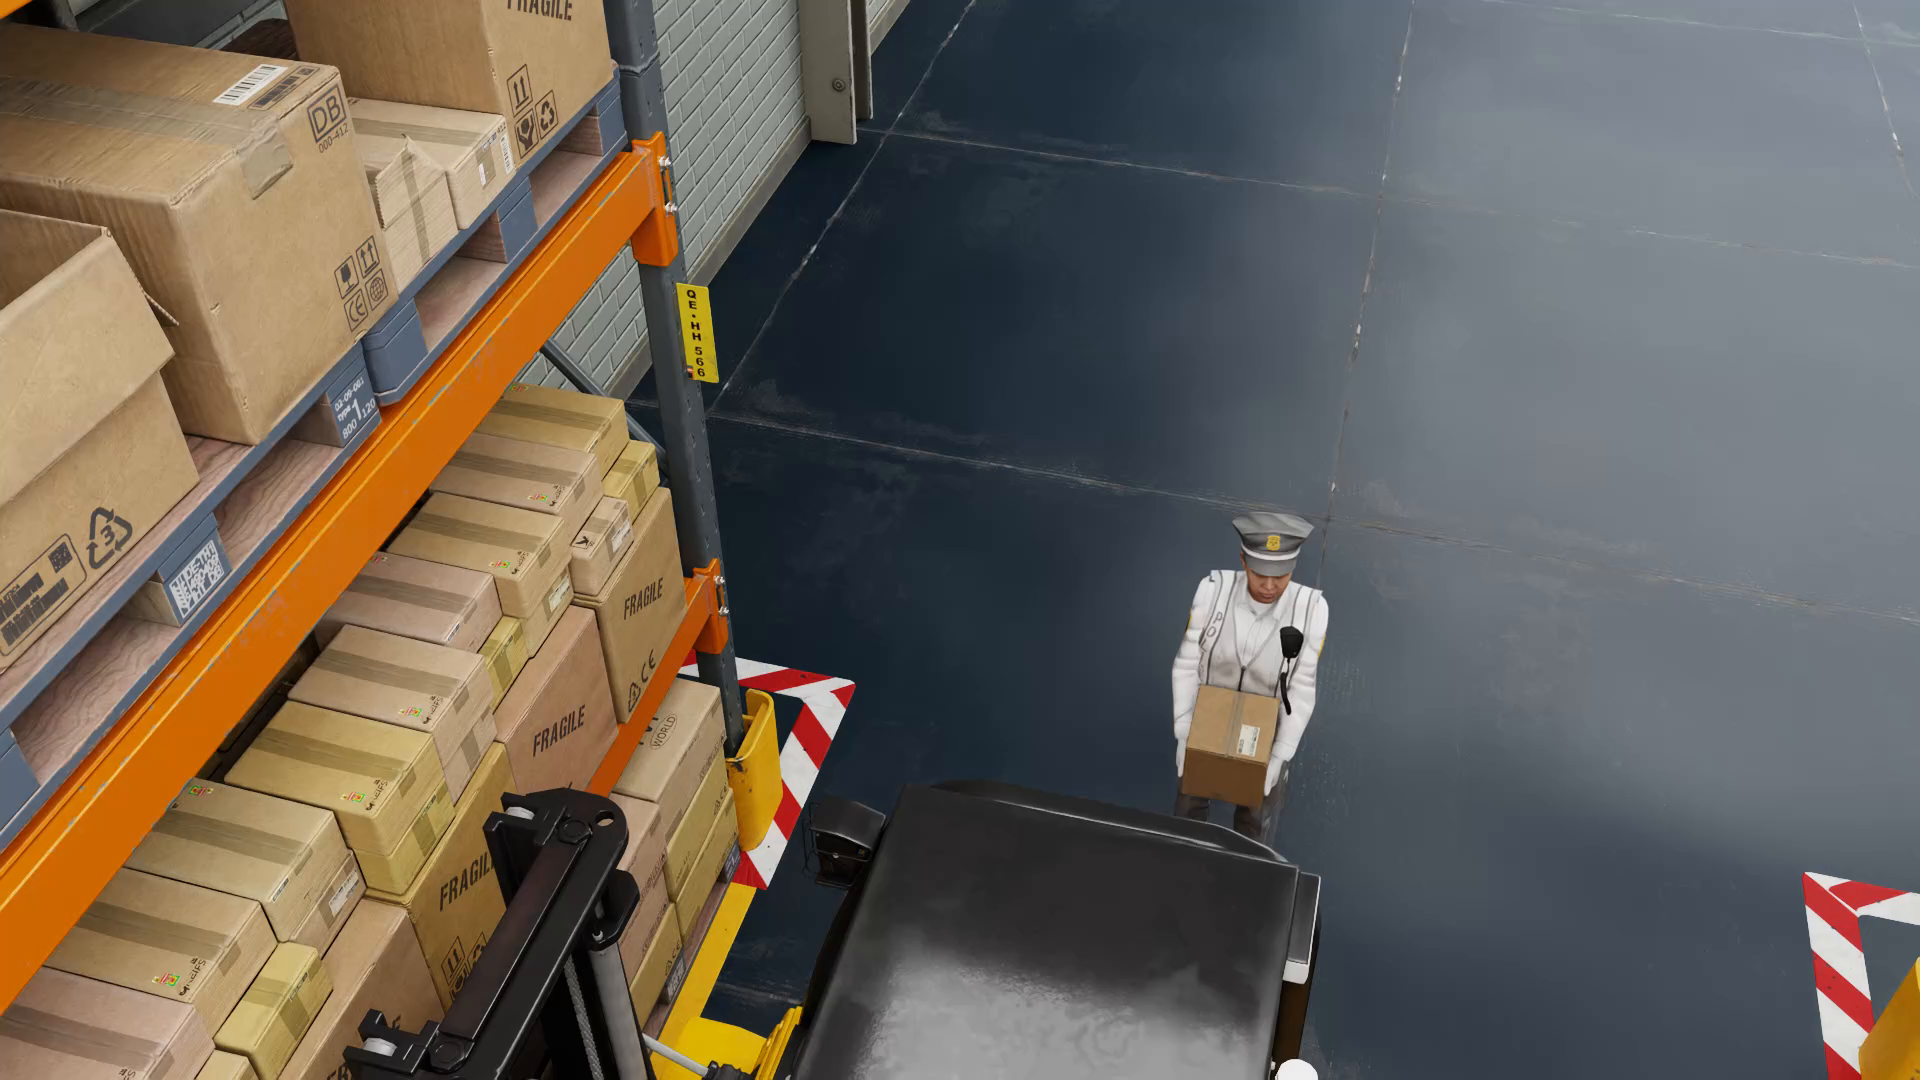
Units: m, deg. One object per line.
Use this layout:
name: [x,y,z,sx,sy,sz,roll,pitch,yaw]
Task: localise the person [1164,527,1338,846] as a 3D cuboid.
person: [0.934,0.603,5.466,0.540,1.667,0.370,8,42,9]
